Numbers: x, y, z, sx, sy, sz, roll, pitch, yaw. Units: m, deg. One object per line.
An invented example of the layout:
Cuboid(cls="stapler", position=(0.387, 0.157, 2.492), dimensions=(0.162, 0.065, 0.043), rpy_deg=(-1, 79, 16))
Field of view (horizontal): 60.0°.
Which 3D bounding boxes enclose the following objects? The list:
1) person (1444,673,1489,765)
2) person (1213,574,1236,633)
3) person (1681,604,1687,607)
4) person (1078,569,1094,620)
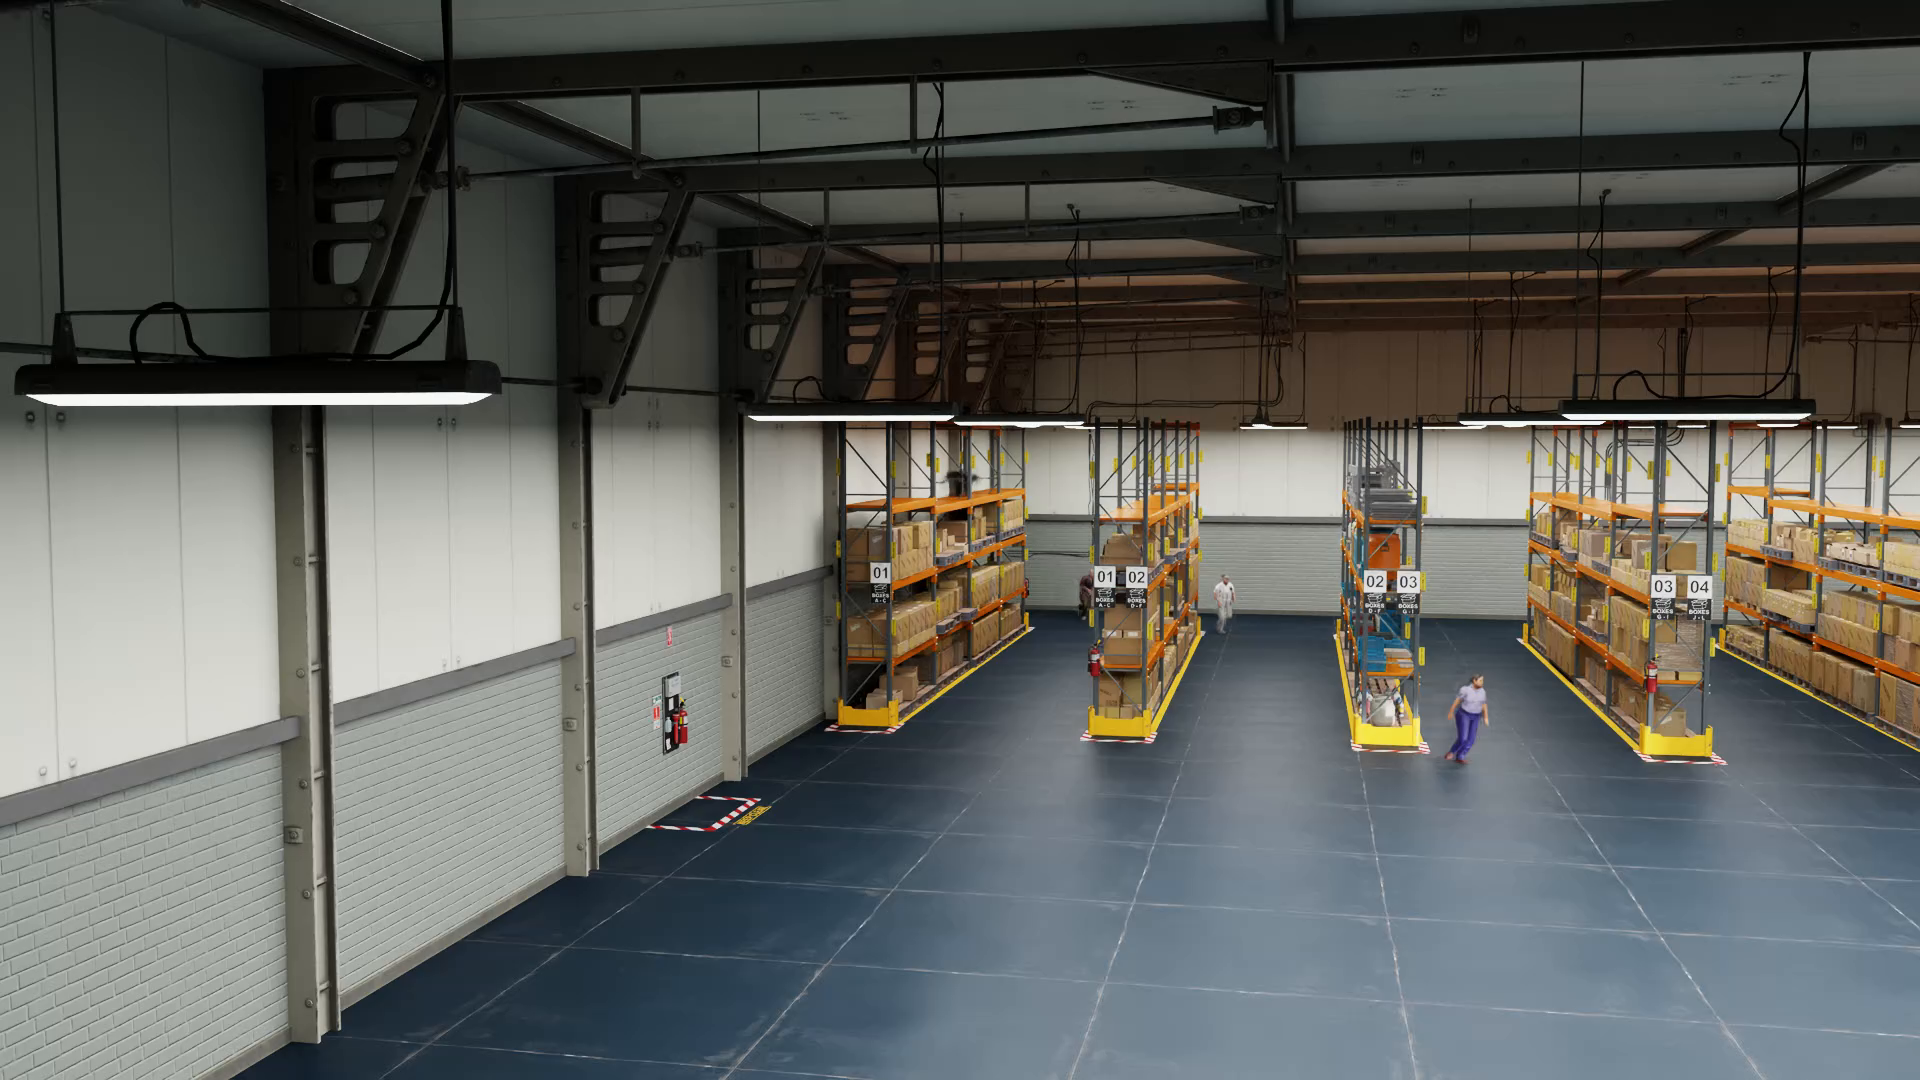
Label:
Cuboid(cls="person", position=(8.720, 3.077, 28.620), dimensions=(0.651, 1.596, 0.536), rpy_deg=(-1, 4, -22))
Cuboid(cls="person", position=(7.523, 1.801, 47.305), dimensions=(0.645, 1.713, 0.640), rpy_deg=(-1, 4, -18))
Cuboid(cls="person", position=(18.814, 2.054, 43.363), dimensions=(0.730, 1.739, 0.846), rpy_deg=(1, 4, 13))
Cuboid(cls="person", position=(3.897, 1.652, 50.656), dimensions=(0.738, 1.591, 0.885), rpy_deg=(-2, 4, -33))
